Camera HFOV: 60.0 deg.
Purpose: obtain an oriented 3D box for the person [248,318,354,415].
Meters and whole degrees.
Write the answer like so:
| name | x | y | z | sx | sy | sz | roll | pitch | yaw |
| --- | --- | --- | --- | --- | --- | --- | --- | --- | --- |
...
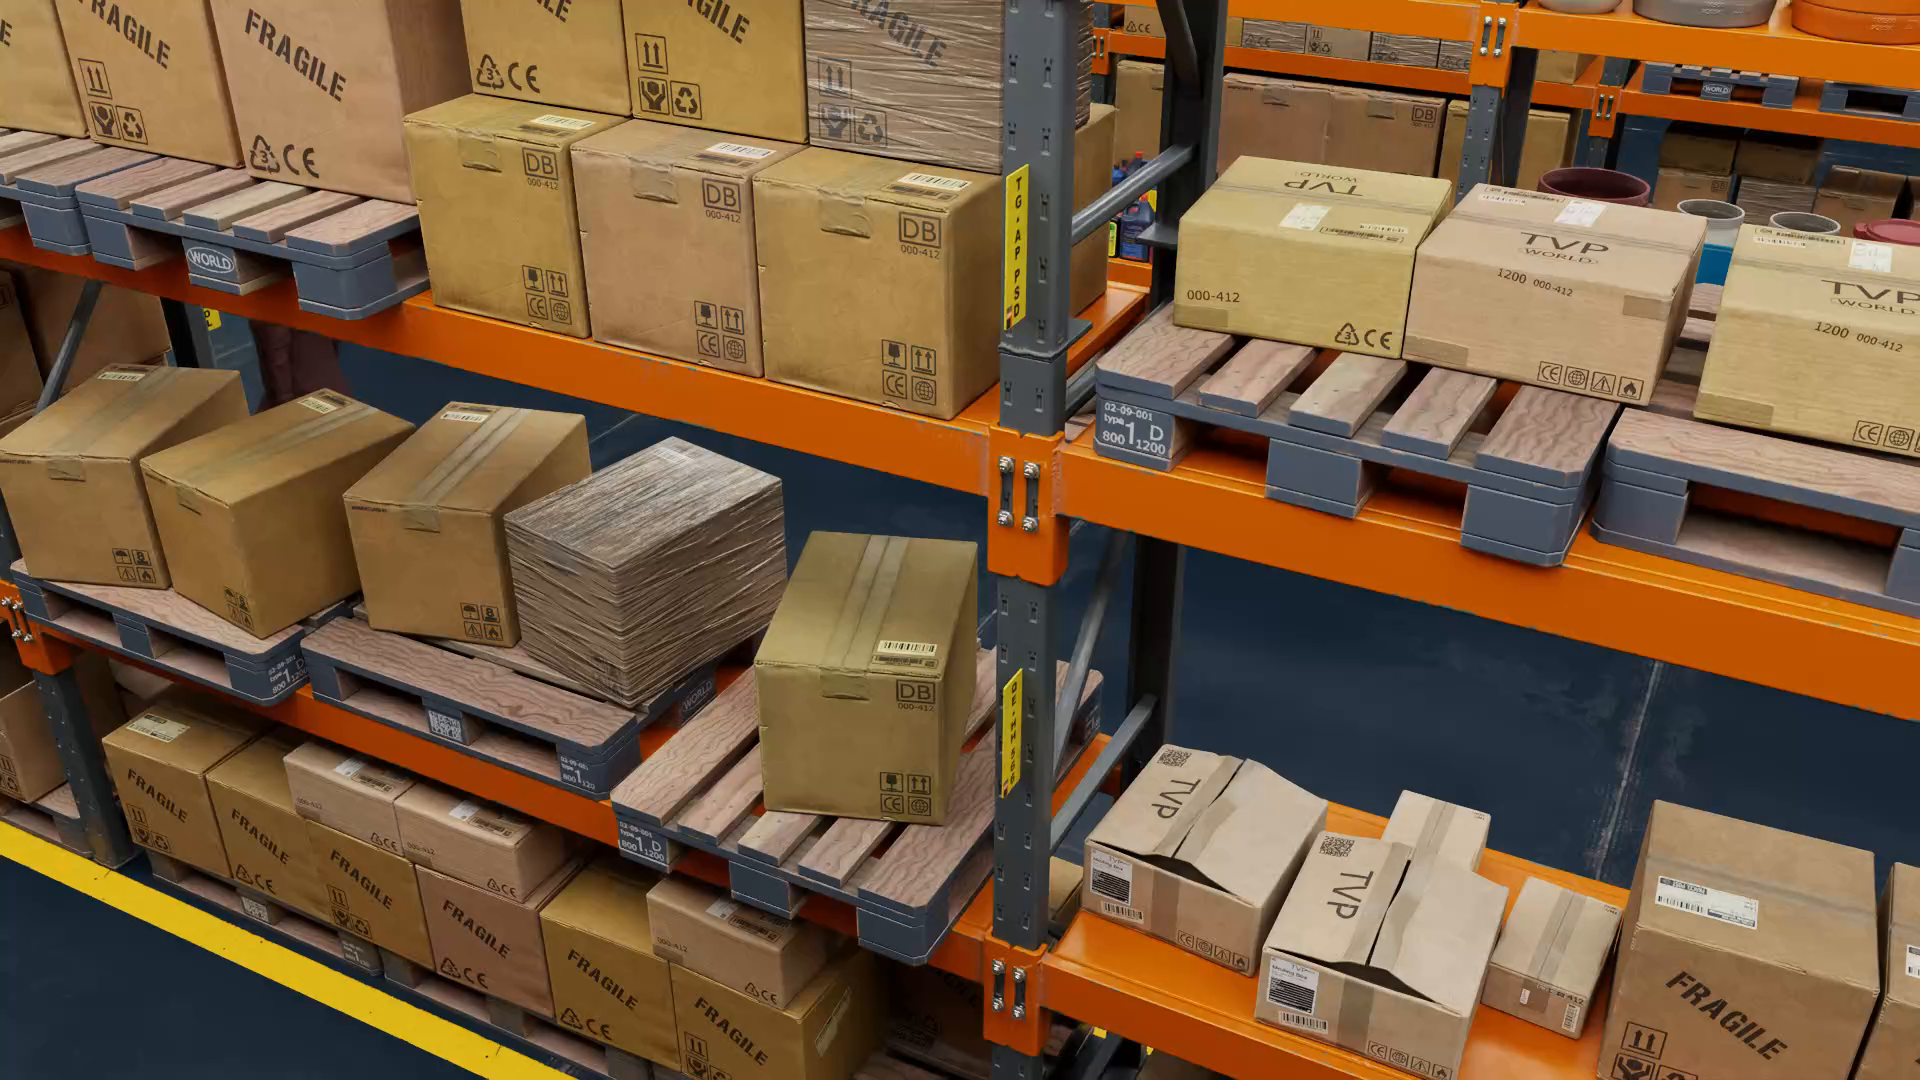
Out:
| name | x | y | z | sx | sy | sz | roll | pitch | yaw |
| --- | --- | --- | --- | --- | --- | --- | --- | --- | --- |
| person | -3.382 | -0.768 | 8.481 | 1.078 | 1.709 | 0.637 | 16 | 33 | 26 |
